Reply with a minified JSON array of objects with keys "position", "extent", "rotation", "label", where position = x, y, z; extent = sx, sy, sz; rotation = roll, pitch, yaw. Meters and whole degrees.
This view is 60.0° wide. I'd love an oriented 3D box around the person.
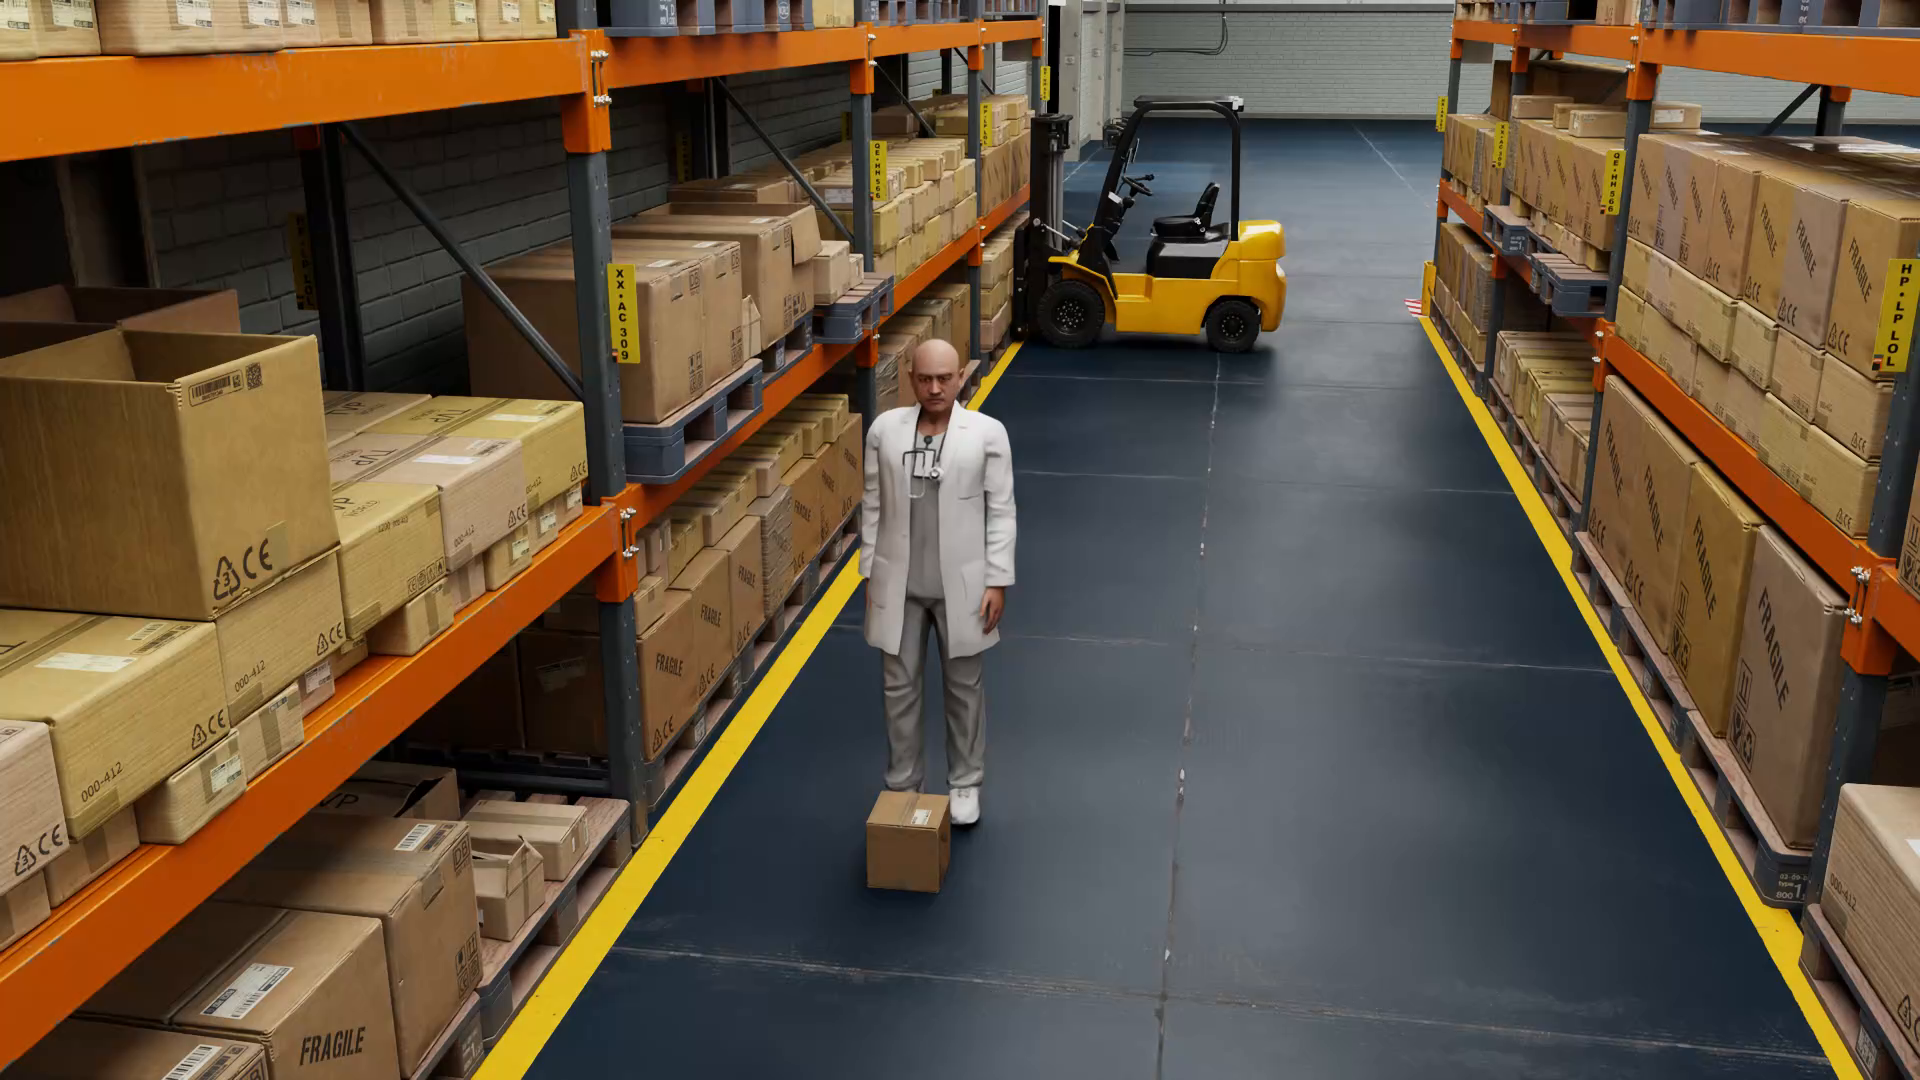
[{"position":[-0.097,0.181,6.020],"extent":[0.578,1.812,0.426],"rotation":[3,18,9],"label":"person"}]
